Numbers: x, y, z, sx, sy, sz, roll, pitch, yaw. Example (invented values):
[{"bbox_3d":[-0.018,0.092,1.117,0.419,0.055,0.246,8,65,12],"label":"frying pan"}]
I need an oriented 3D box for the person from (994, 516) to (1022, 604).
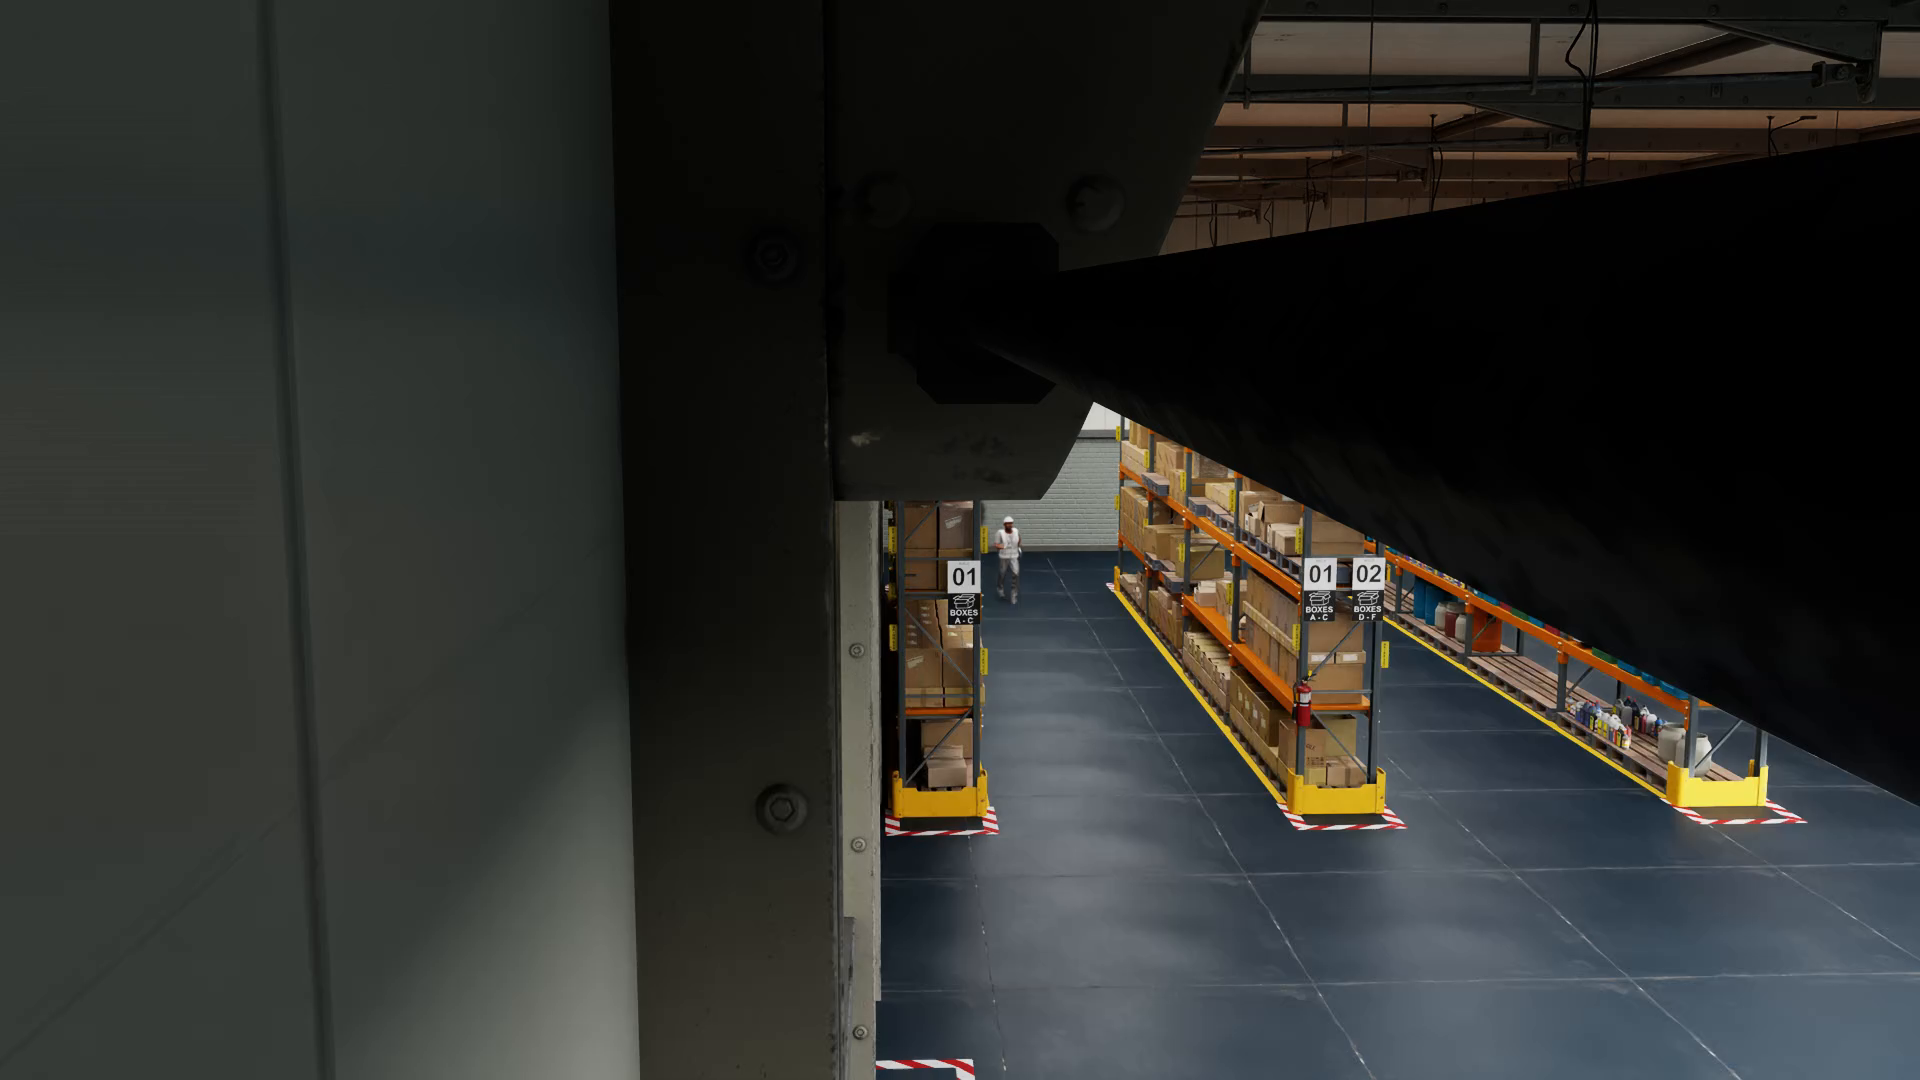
[{"bbox_3d":[1.015,0.411,35.017,0.664,1.842,0.873,-2,8,-14],"label":"person"}]
